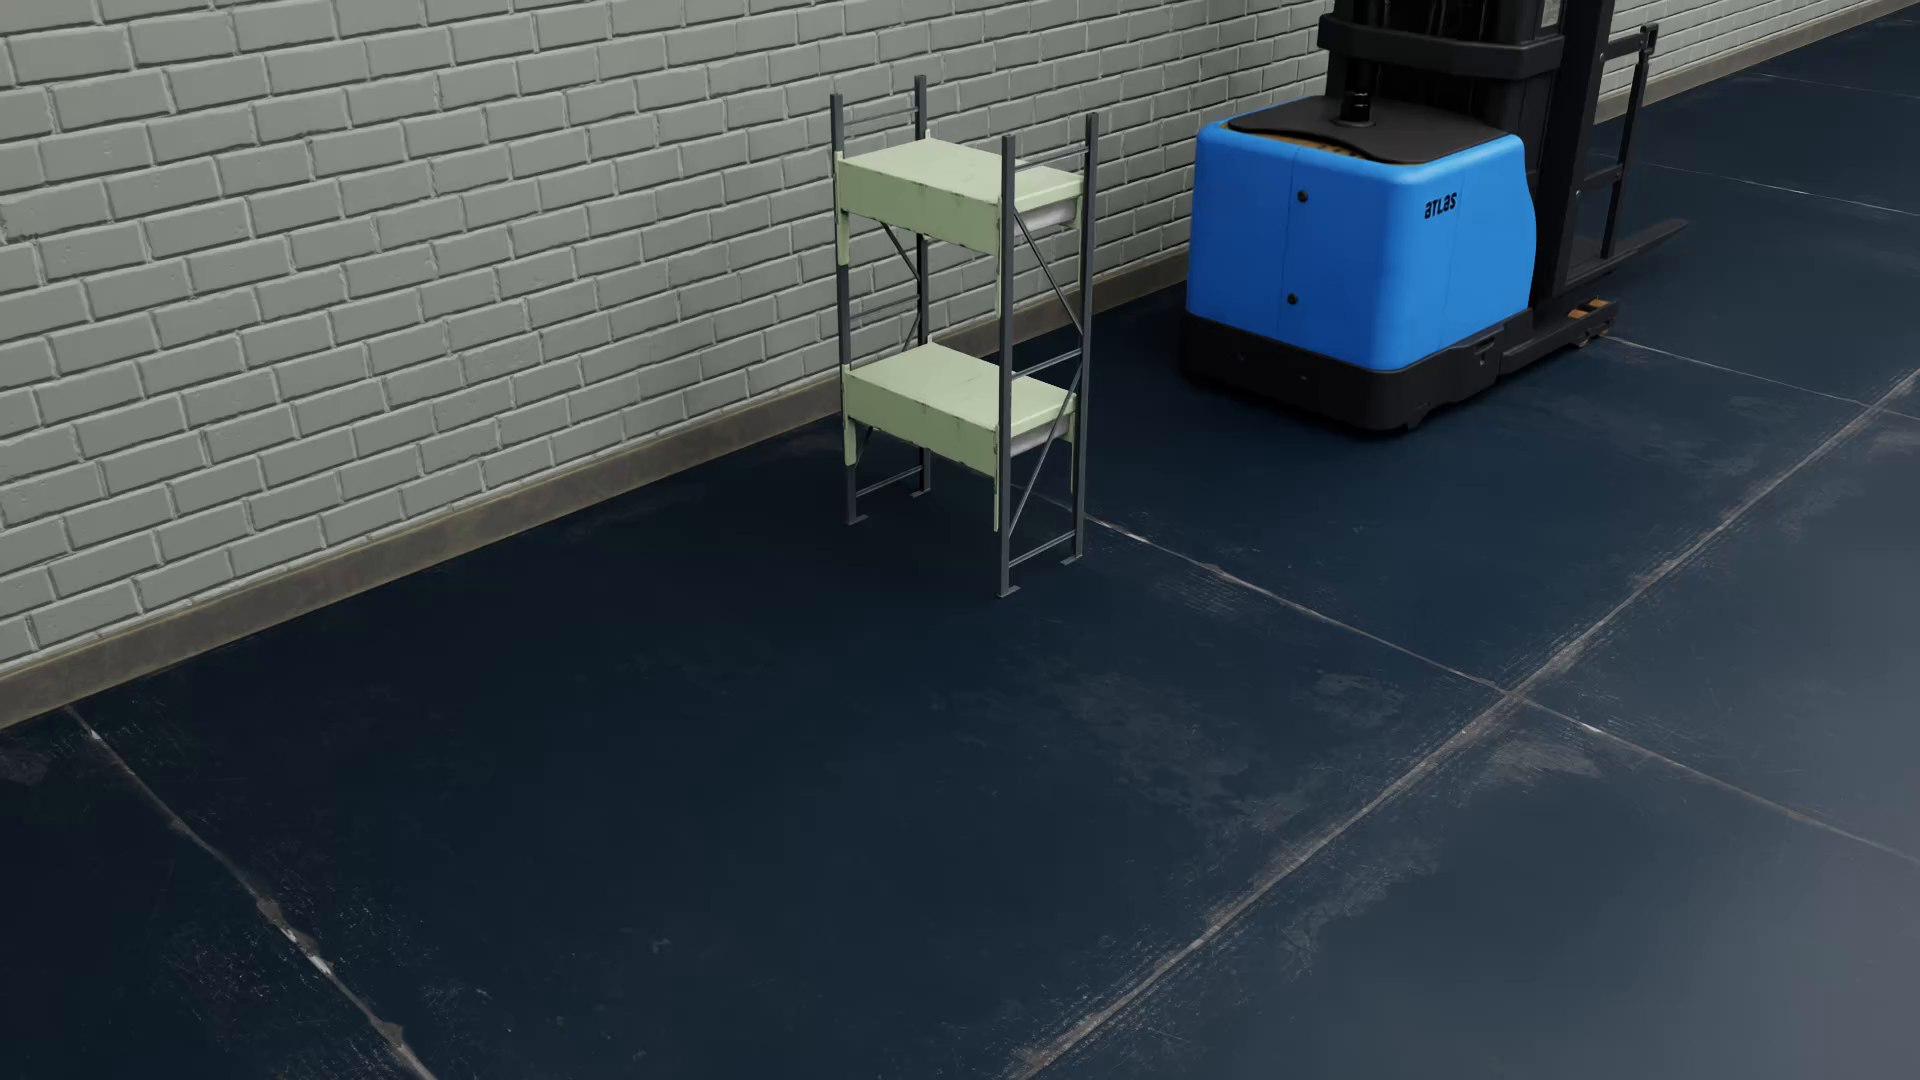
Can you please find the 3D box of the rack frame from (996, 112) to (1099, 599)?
[{"bbox_3d":[0.266,-0.542,5.170,0.023,1.500,0.400,25,36,38],"label":"rack frame"}]

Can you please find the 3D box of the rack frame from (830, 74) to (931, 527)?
[{"bbox_3d":[-0.256,-0.781,5.624,0.023,1.500,0.400,25,36,38],"label":"rack frame"}]

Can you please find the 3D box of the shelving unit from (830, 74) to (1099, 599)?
[{"bbox_3d":[0.005,-0.662,5.397,0.755,1.500,0.431,25,36,38],"label":"shelving unit"}]

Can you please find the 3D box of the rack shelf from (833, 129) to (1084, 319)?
[{"bbox_3d":[0.005,-1.007,5.215,0.720,0.370,0.431,25,36,38],"label":"rack shelf"}]

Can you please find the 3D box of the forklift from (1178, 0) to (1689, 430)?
[{"bbox_3d":[2.322,-2.303,6.980,3.031,2.935,1.130,-25,36,-38],"label":"forklift"}]

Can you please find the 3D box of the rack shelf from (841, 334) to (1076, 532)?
[{"bbox_3d":[0.005,-0.373,5.549,0.720,0.370,0.431,25,36,38],"label":"rack shelf"}]
